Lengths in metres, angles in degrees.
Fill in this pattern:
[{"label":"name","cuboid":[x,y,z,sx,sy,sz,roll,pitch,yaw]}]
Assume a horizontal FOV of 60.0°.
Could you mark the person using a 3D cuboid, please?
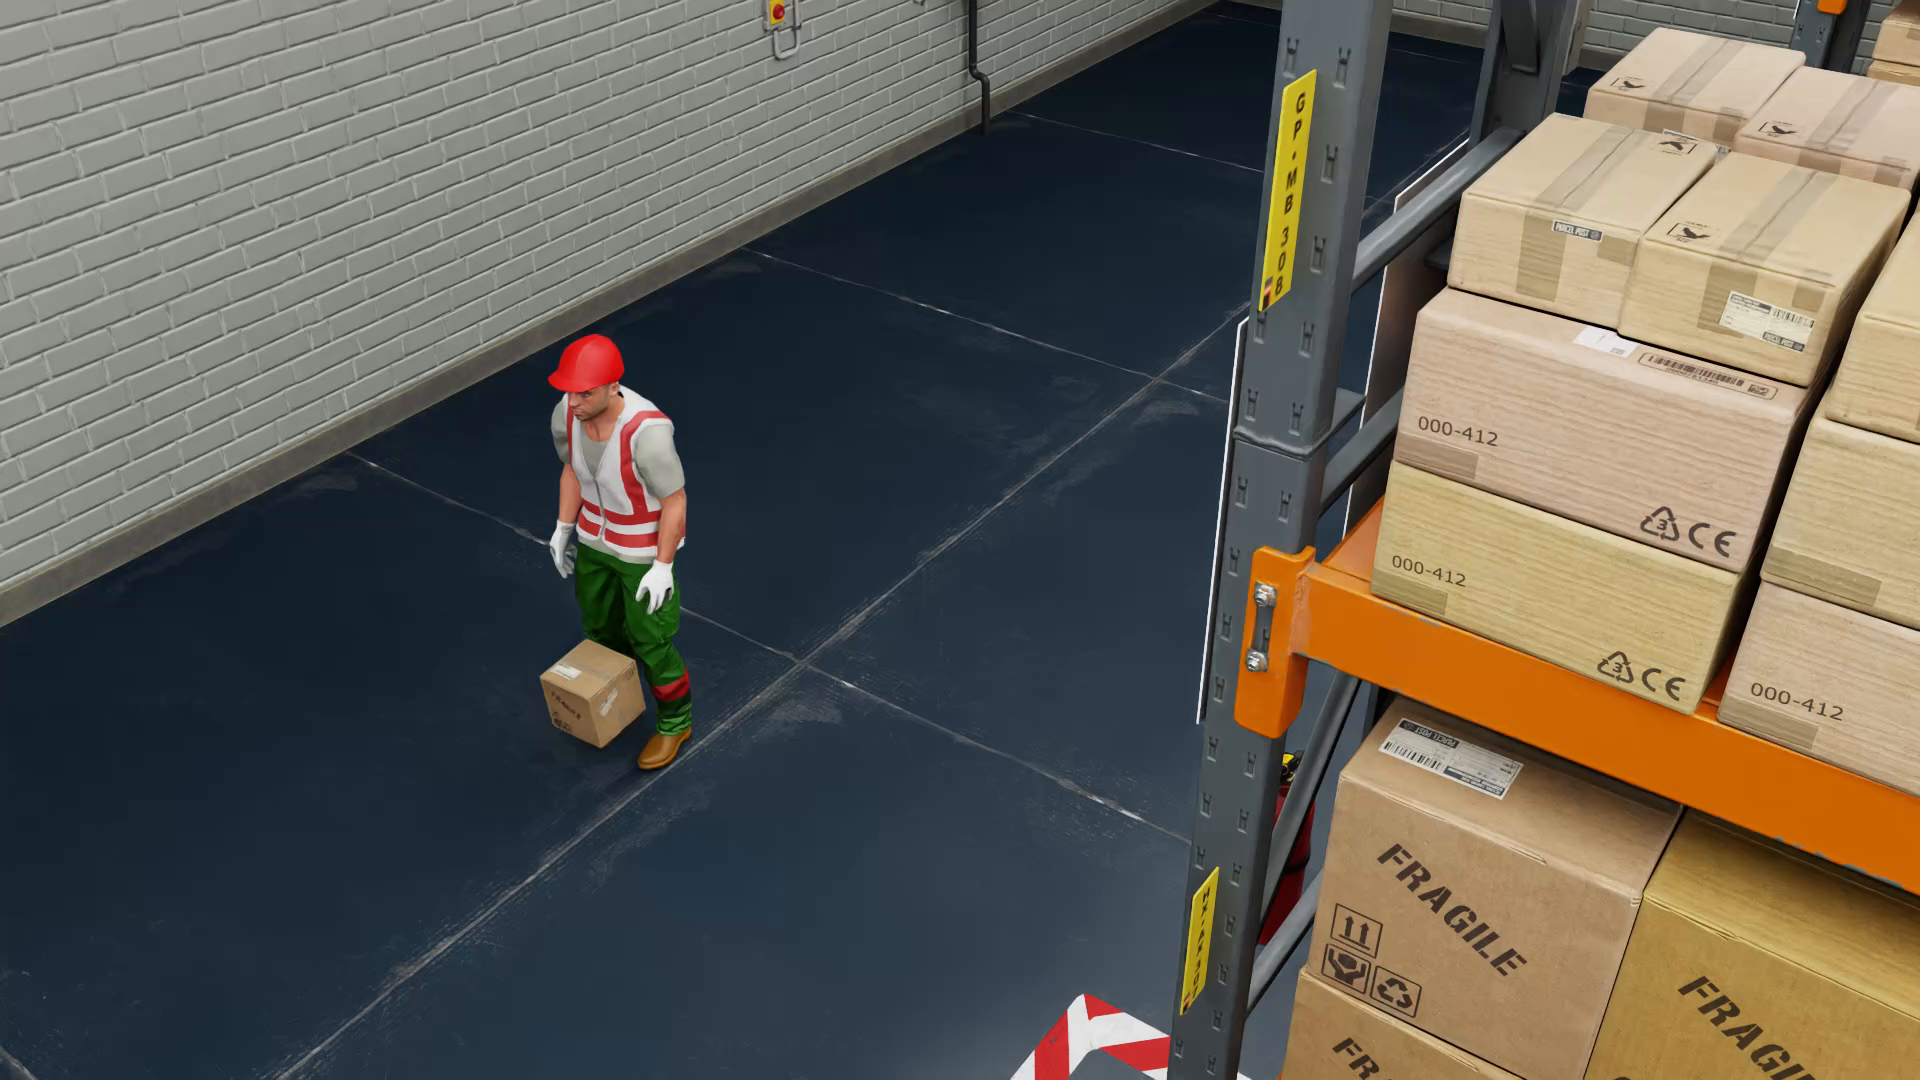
[{"label":"person","cuboid":[-1.230,0.037,6.073,0.558,1.783,0.427,20,39,27]}]
